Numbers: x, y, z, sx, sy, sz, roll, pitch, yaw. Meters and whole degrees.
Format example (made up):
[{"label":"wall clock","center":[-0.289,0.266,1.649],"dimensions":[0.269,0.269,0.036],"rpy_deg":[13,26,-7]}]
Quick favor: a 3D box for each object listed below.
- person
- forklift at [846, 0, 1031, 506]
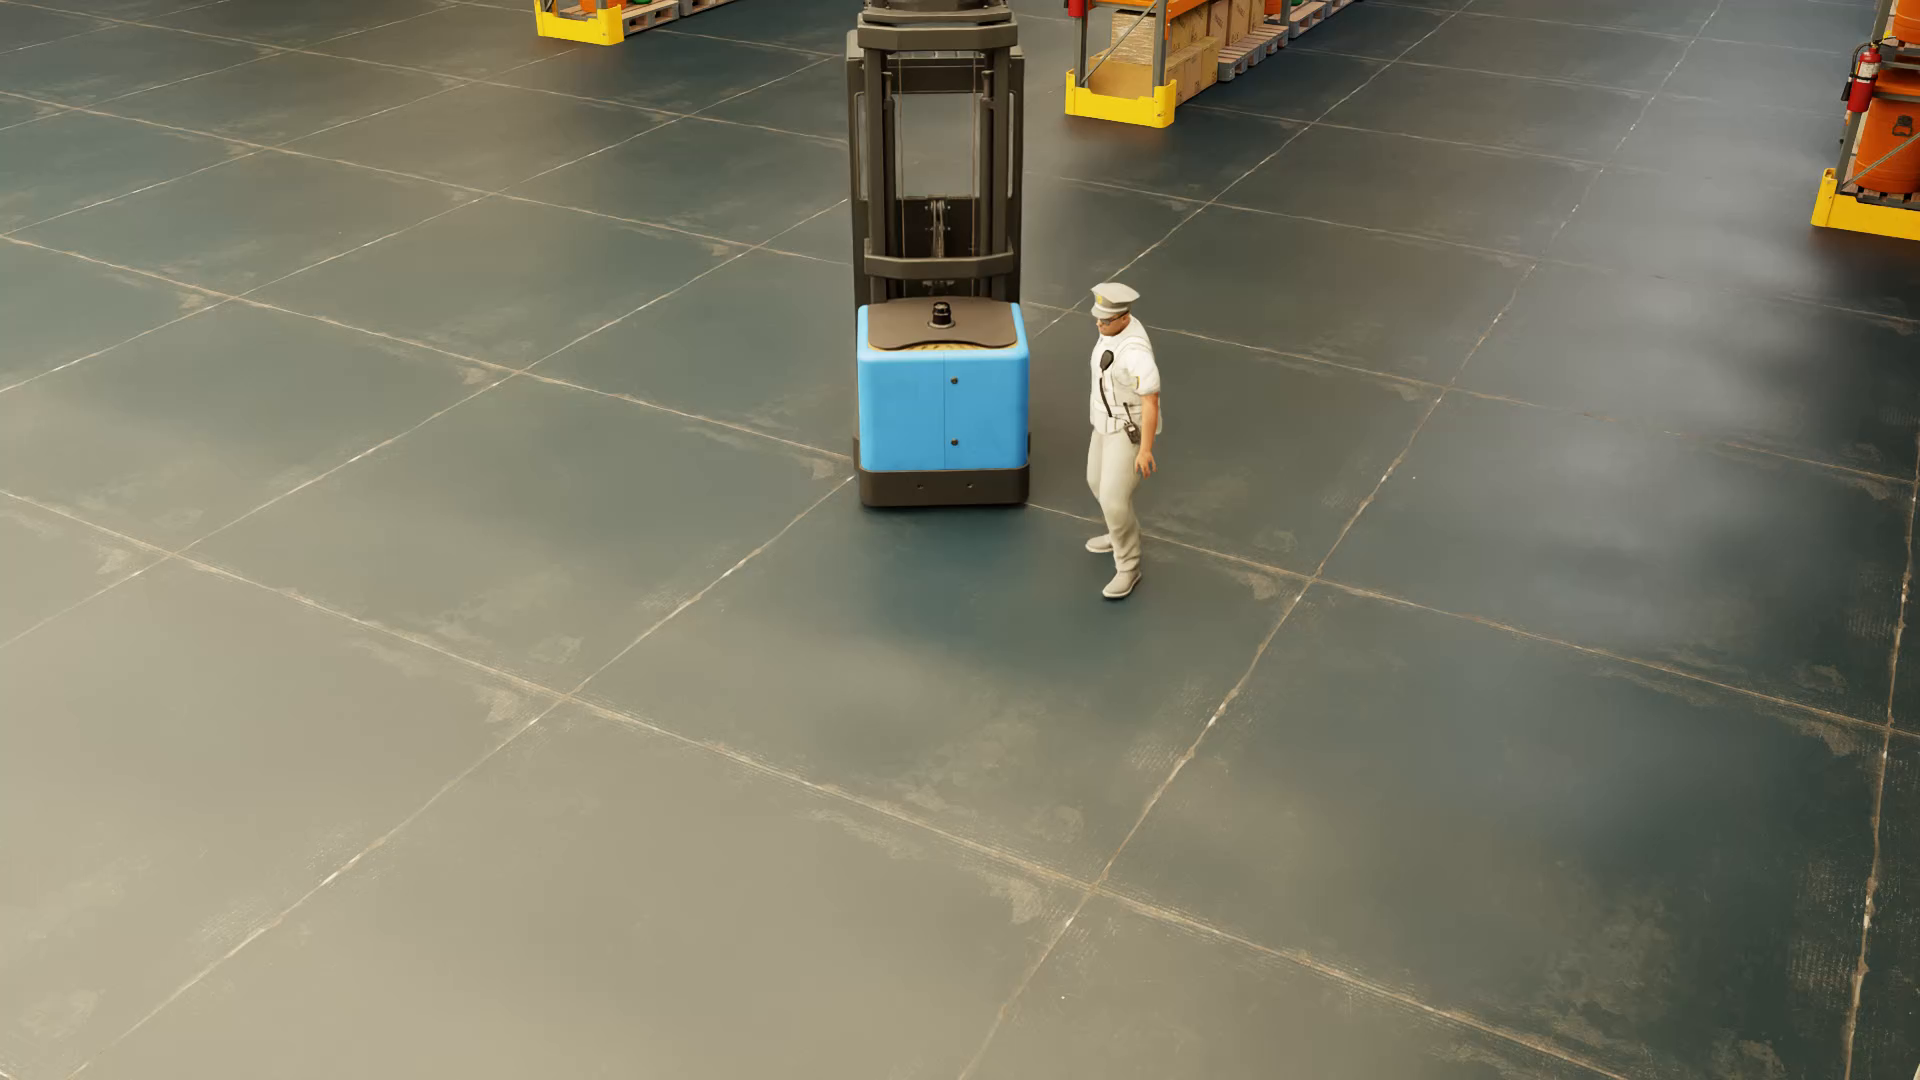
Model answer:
[{"label":"person","center":[0.916,-0.623,9.374],"dimensions":[0.425,1.722,0.868],"rpy_deg":[-7,31,-12]},{"label":"forklift","center":[-0.162,-2.178,10.845],"dimensions":[1.130,2.935,3.031],"rpy_deg":[-1,30,-2]}]
